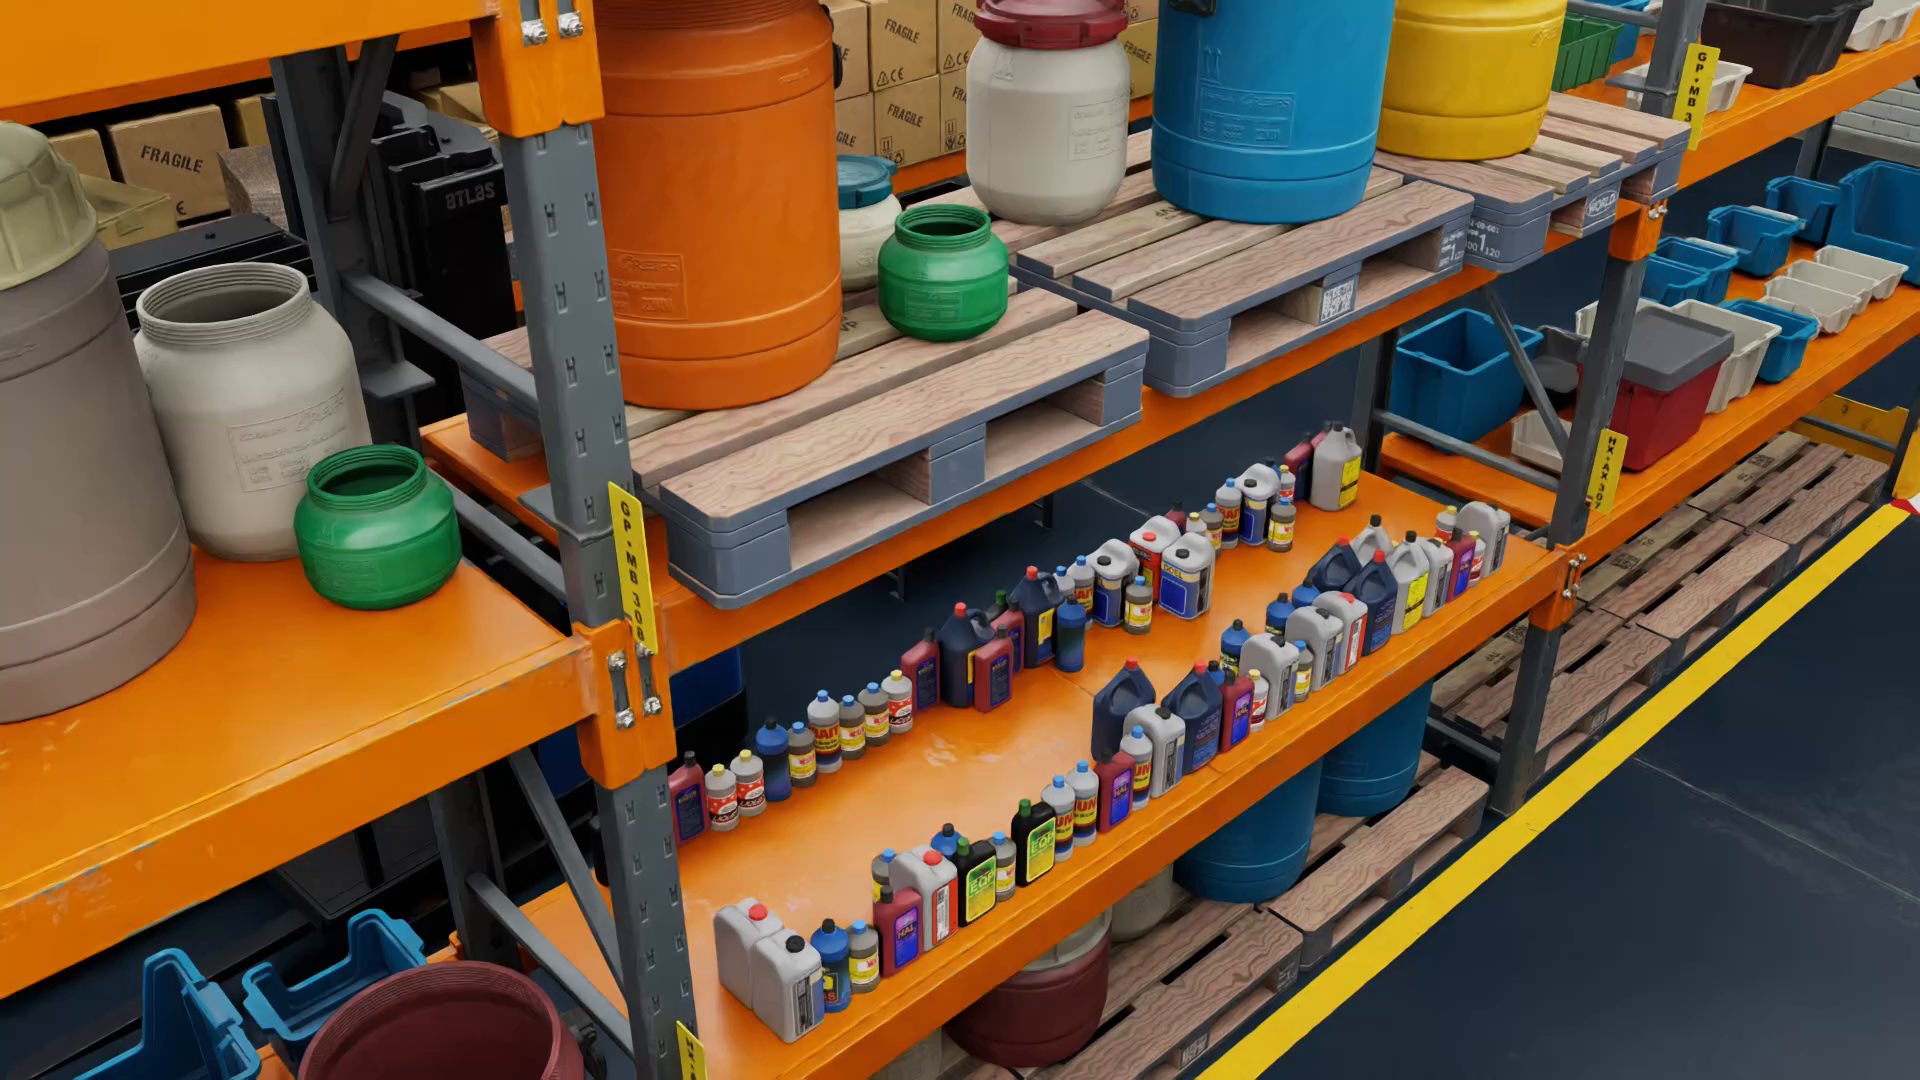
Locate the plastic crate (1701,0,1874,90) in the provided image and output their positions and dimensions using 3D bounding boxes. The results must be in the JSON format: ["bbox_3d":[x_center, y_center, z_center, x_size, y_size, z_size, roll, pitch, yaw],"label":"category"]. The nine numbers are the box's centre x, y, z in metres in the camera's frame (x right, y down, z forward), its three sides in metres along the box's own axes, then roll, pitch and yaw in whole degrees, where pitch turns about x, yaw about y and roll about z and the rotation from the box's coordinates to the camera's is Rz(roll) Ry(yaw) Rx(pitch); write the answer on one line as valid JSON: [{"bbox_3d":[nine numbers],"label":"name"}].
[{"bbox_3d":[3.060,-1.898,6.229,0.590,0.269,0.497,-26,40,-35],"label":"plastic crate"}]

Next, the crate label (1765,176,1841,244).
[{"bbox_3d":[4.491,-1.750,8.839,0.303,0.233,0.416,-26,40,-35],"label":"crate label"}]

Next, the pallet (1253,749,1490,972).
[{"bbox_3d":[1.368,1.109,6.734,1.213,0.211,1.003,-26,40,-35],"label":"pallet"}]

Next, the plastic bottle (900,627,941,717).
[{"bbox_3d":[-0.126,0.418,5.303,0.133,0.283,0.061,-26,40,-35],"label":"plastic bottle"}]

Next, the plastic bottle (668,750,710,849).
[{"bbox_3d":[-0.795,0.742,4.774,0.133,0.283,0.061,-26,40,-35],"label":"plastic bottle"}]

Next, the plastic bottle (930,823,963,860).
[{"bbox_3d":[-0.032,0.887,4.547,0.097,0.271,0.097,0,31,0],"label":"plastic bottle"}]

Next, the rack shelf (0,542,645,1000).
[{"bbox_3d":[-2.437,0.817,2.353,4.000,0.370,1.077,-26,40,-35],"label":"rack shelf"}]

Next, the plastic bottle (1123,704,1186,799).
[{"bbox_3d":[0.583,0.612,4.993,0.135,0.276,0.152,-26,40,-35],"label":"plastic bottle"}]

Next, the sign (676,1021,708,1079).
[{"bbox_3d":[-0.591,1.219,3.725,0.005,0.325,0.100,-26,40,-35],"label":"sign"}]

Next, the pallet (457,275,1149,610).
[{"bbox_3d":[-0.343,-0.353,3.757,1.213,0.211,1.003,-26,40,-35],"label":"pallet"}]

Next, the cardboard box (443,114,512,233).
[{"bbox_3d":[-2.656,-1.806,8.330,0.700,0.500,0.500,18,36,27],"label":"cardboard box"}]

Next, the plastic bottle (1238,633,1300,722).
[{"bbox_3d":[0.987,0.416,5.313,0.135,0.276,0.152,-26,40,-35],"label":"plastic bottle"}]

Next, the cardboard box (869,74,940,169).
[{"bbox_3d":[-0.470,-2.537,9.927,0.500,0.500,0.500,-25,39,-35],"label":"cardboard box"}]

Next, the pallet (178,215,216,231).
[{"bbox_3d":[-6.183,-2.201,12.147,1.213,0.211,1.003,-26,40,-35],"label":"pallet"}]

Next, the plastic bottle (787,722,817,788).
[{"bbox_3d":[-0.484,0.639,5.020,0.097,0.201,0.097,0,31,0],"label":"plastic bottle"}]

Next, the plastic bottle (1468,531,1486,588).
[{"bbox_3d":[1.827,0.061,5.965,0.097,0.201,0.097,0,31,0],"label":"plastic bottle"}]

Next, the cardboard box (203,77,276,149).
[{"bbox_3d":[-5.162,-3.110,12.619,0.750,0.750,0.750,-25,40,-35],"label":"cardboard box"}]

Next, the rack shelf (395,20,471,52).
[{"bbox_3d":[-3.307,-4.531,13.974,4.000,0.370,1.077,-26,40,-35],"label":"rack shelf"}]

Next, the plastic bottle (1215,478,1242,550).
[{"bbox_3d":[0.992,-0.105,6.169,0.097,0.271,0.097,0,31,0],"label":"plastic bottle"}]

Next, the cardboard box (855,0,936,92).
[{"bbox_3d":[-0.488,-2.946,9.639,0.500,0.500,0.500,-27,41,-37],"label":"cardboard box"}]

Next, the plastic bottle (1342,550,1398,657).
[{"bbox_3d":[1.375,0.199,5.596,0.185,0.351,0.144,-26,40,-35],"label":"plastic bottle"}]

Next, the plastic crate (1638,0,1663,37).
[{"bbox_3d":[2.636,-2.102,6.690,0.466,0.136,0.293,-26,40,-35],"label":"plastic crate"}]

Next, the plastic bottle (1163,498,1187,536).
[{"bbox_3d":[0.752,-0.007,5.997,0.133,0.283,0.061,-26,40,-35],"label":"plastic bottle"}]

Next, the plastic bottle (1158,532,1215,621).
[{"bbox_3d":[0.789,0.120,5.798,0.135,0.276,0.152,-26,40,-35],"label":"plastic bottle"}]

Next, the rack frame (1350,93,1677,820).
[{"bbox_3d":[1.963,-0.338,6.428,0.127,3.000,1.000,-26,40,-35],"label":"rack frame"}]

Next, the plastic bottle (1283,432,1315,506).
[{"bbox_3d":[1.306,-0.274,6.435,0.133,0.283,0.061,-26,40,-35],"label":"plastic bottle"}]

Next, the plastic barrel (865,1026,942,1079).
[{"bbox_3d":[-0.270,1.548,5.325,0.421,0.512,0.421,0,31,0],"label":"plastic barrel"}]

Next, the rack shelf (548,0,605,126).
[{"bbox_3d":[0.496,-1.711,3.995,4.000,0.370,1.077,-26,40,-35],"label":"rack shelf"}]

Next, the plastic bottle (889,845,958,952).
[{"bbox_3d":[-0.094,0.939,4.457,0.135,0.276,0.152,-26,40,-35],"label":"plastic bottle"}]

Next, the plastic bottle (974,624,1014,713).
[{"bbox_3d":[0.108,0.408,5.320,0.133,0.283,0.061,-26,40,-35],"label":"plastic bottle"}]

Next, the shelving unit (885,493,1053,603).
[{"bbox_3d":[-0.063,-0.610,8.309,1.048,1.500,0.538,-26,40,-35],"label":"shelving unit"}]

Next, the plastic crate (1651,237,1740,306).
[{"bbox_3d":[3.525,-1.283,8.075,0.300,0.233,0.416,-26,40,-35],"label":"plastic crate"}]

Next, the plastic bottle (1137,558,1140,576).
[{"bbox_3d":[0.581,0.124,5.862,0.097,0.201,0.097,0,31,0],"label":"plastic bottle"}]

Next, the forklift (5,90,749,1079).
[{"bbox_3d":[-2.295,0.024,5.901,1.130,2.935,3.031,26,40,36],"label":"forklift"}]

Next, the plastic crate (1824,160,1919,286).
[{"bbox_3d":[4.777,-1.608,8.412,0.499,0.435,0.616,-26,40,-35],"label":"plastic crate"}]

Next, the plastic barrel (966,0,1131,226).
[{"bbox_3d":[0.227,-1.123,4.303,0.433,0.535,0.433,0,31,0],"label":"plastic barrel"}]

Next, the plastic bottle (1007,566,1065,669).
[{"bbox_3d":[0.252,0.236,5.536,0.185,0.351,0.144,-26,40,-35],"label":"plastic bottle"}]

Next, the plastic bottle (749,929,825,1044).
[{"bbox_3d":[-0.434,1.104,4.189,0.135,0.276,0.152,-26,40,-35],"label":"plastic bottle"}]

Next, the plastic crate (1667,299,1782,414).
[{"bbox_3d":[3.208,-0.785,7.214,0.530,0.282,0.437,-26,40,-35],"label":"plastic crate"}]

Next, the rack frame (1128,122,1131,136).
[{"bbox_3d":[1.530,-3.653,11.849,0.127,3.000,1.000,-26,40,-35],"label":"rack frame"}]

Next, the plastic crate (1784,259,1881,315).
[{"bbox_3d":[4.198,-1.214,8.056,0.243,0.136,0.396,-26,40,-35],"label":"plastic crate"}]

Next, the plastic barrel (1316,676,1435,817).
[{"bbox_3d":[1.552,0.564,6.561,0.708,0.901,0.600,-26,40,-35],"label":"plastic barrel"}]

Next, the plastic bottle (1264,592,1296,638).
[{"bbox_3d":[1.059,0.295,5.515,0.097,0.271,0.097,0,31,0],"label":"plastic bottle"}]

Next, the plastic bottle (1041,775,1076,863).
[{"bbox_3d":[0.276,0.782,4.720,0.097,0.271,0.097,0,31,0],"label":"plastic bottle"}]

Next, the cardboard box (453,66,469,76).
[{"bbox_3d":[-3.785,-3.644,13.827,0.500,0.500,0.700,-26,40,-36],"label":"cardboard box"}]

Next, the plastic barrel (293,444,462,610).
[{"bbox_3d":[-1.117,-0.026,3.191,0.294,0.245,0.294,0,31,0],"label":"plastic barrel"}]
